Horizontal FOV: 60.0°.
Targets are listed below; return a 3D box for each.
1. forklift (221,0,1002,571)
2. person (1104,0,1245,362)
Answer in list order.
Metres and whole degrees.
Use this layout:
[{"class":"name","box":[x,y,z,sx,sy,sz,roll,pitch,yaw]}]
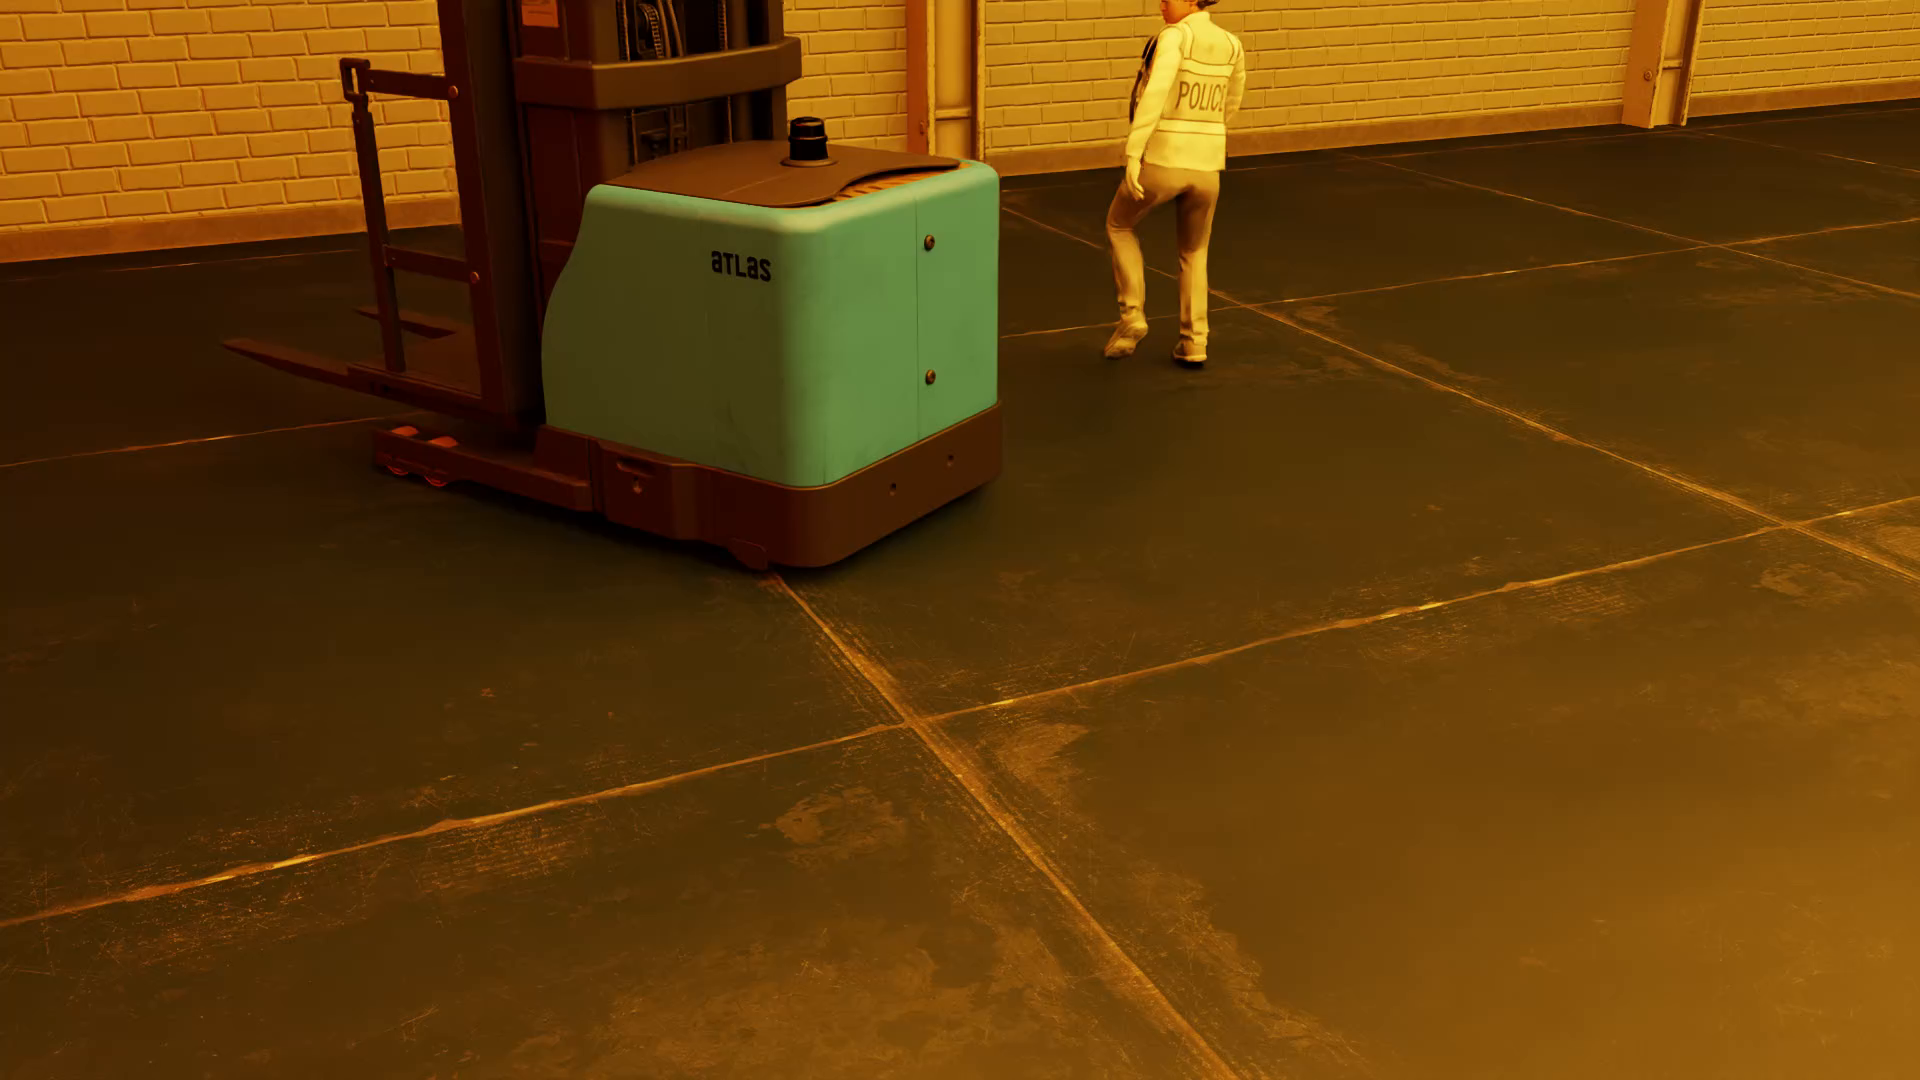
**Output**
[{"class":"forklift","box":[-1.373,-1.682,5.335,3.031,2.935,1.130,14,27,31]},{"class":"person","box":[0.845,-1.464,6.593,0.654,1.614,0.671,-7,24,-17]}]
